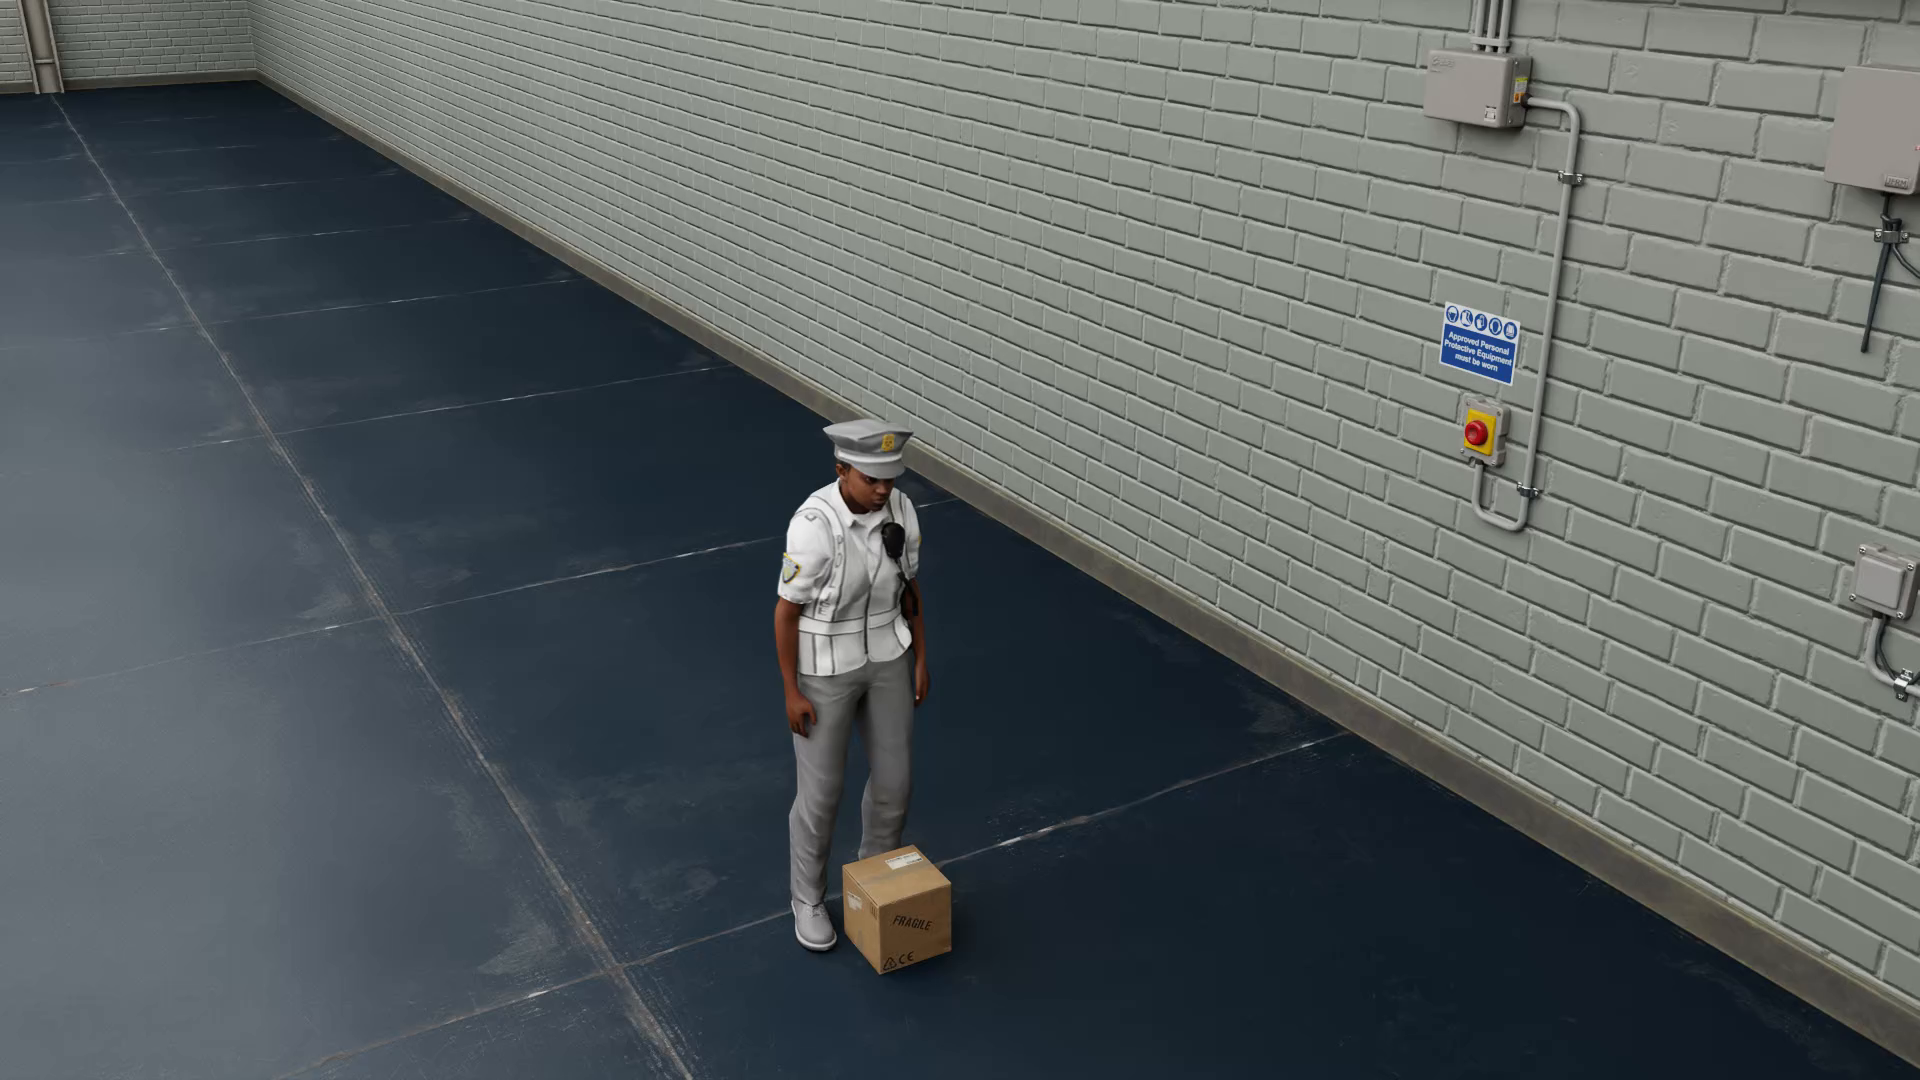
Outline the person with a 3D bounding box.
[{"bbox_3d":[-0.322,0.416,5.057,0.515,1.657,0.400,-13,25,-29],"label":"person"}]
